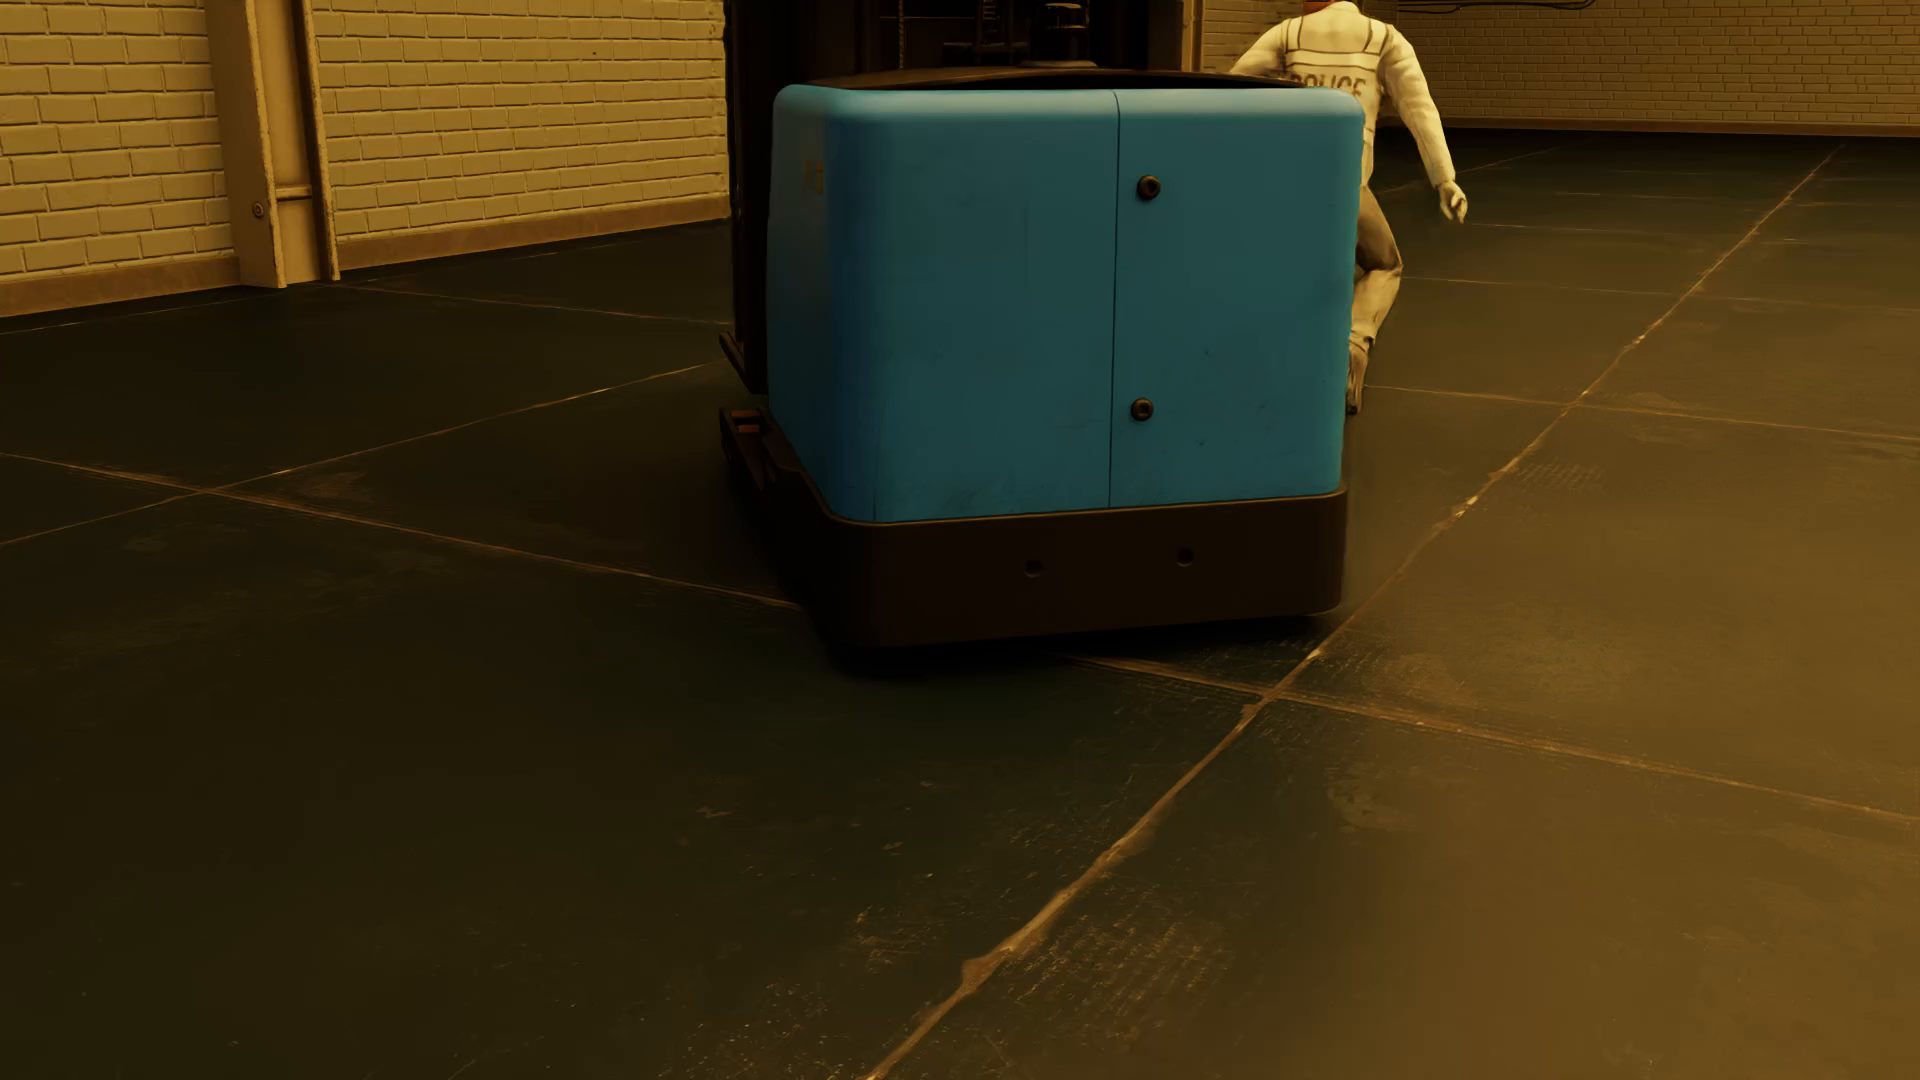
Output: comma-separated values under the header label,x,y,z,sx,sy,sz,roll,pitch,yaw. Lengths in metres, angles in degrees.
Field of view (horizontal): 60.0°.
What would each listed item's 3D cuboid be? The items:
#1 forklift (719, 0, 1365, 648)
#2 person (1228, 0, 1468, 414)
label,x,y,z,sx,sy,sz,roll,pitch,yaw
forklift,-0.066,-1.579,4.213,1.130,2.935,3.031,-4,17,-13
person,1.235,-1.177,5.483,0.893,1.510,0.521,8,18,25
